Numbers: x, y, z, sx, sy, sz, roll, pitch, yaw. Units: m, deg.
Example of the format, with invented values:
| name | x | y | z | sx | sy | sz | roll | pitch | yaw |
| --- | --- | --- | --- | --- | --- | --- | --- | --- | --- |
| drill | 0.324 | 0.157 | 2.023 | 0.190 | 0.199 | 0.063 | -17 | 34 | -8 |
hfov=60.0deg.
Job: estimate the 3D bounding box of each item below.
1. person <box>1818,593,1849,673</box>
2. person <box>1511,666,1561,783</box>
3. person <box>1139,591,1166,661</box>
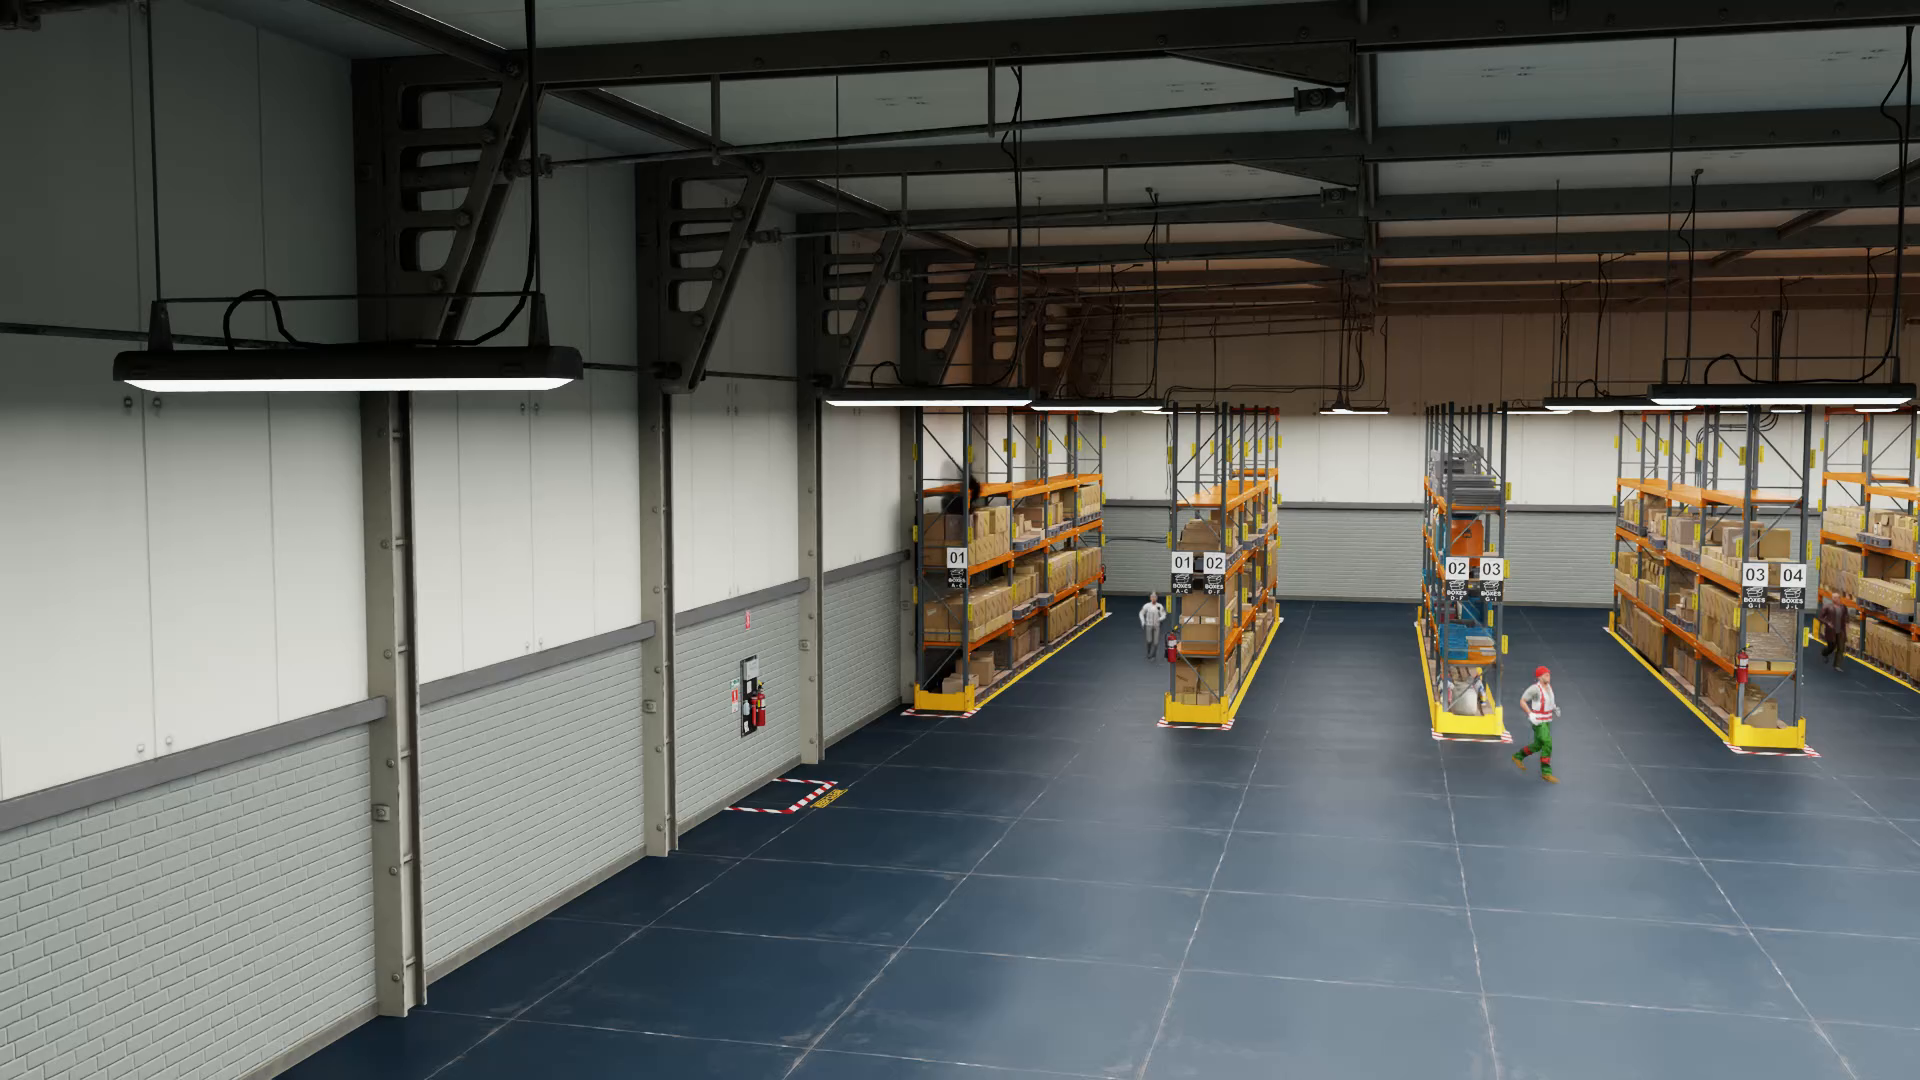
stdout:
| name | x | y | z | sx | sy | sz | roll | pitch | yaw |
| --- | --- | --- | --- | --- | --- | --- | --- | --- | --- |
| person | 19.760 | 2.073 | 37.565 | 0.710 | 1.764 | 0.934 | 1 | 4 | 7 |
| person | 9.147 | 2.882 | 26.296 | 0.652 | 1.804 | 0.828 | -4 | 6 | -42 |
| person | 4.505 | 2.022 | 38.816 | 0.599 | 1.657 | 0.562 | 0 | 4 | 2 |
